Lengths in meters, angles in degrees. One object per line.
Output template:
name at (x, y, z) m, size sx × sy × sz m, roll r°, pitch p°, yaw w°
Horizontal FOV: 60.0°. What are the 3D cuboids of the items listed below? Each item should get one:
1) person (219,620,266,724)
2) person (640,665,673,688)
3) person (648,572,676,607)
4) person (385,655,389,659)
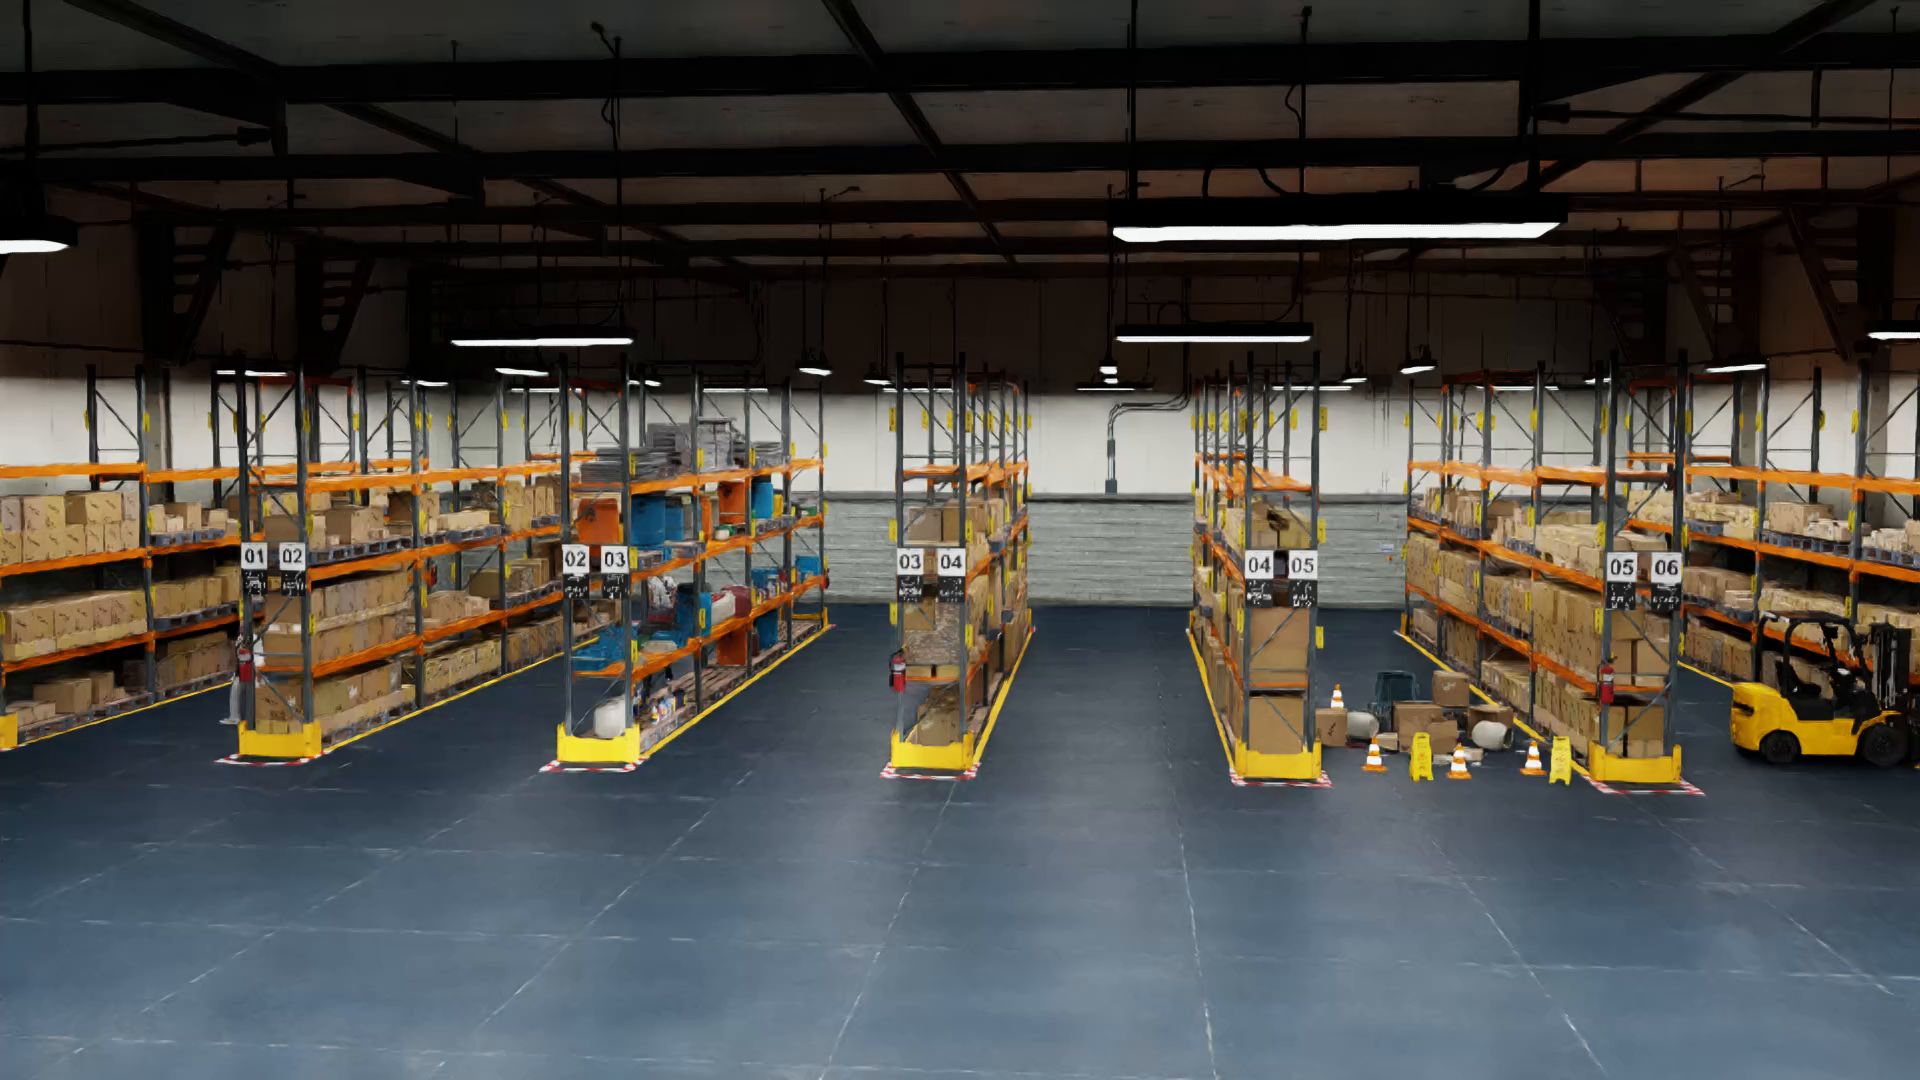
person at (-11.761, 2.173, 27.607) m, size 0.616 × 1.736 × 1.016 m, roll 2°, pitch 4°, yaw 23°
person at (-5.674, 2.006, 31.208) m, size 0.407 × 1.533 × 0.962 m, roll 1°, pitch 4°, yaw 14°
person at (-6.904, 1.418, 38.477) m, size 0.666 × 1.715 × 0.536 m, roll 0°, pitch 4°, yaw 3°
person at (-11.524, 1.848, 32.510) m, size 0.533 × 1.658 × 1.040 m, roll 1°, pitch 4°, yaw 14°
